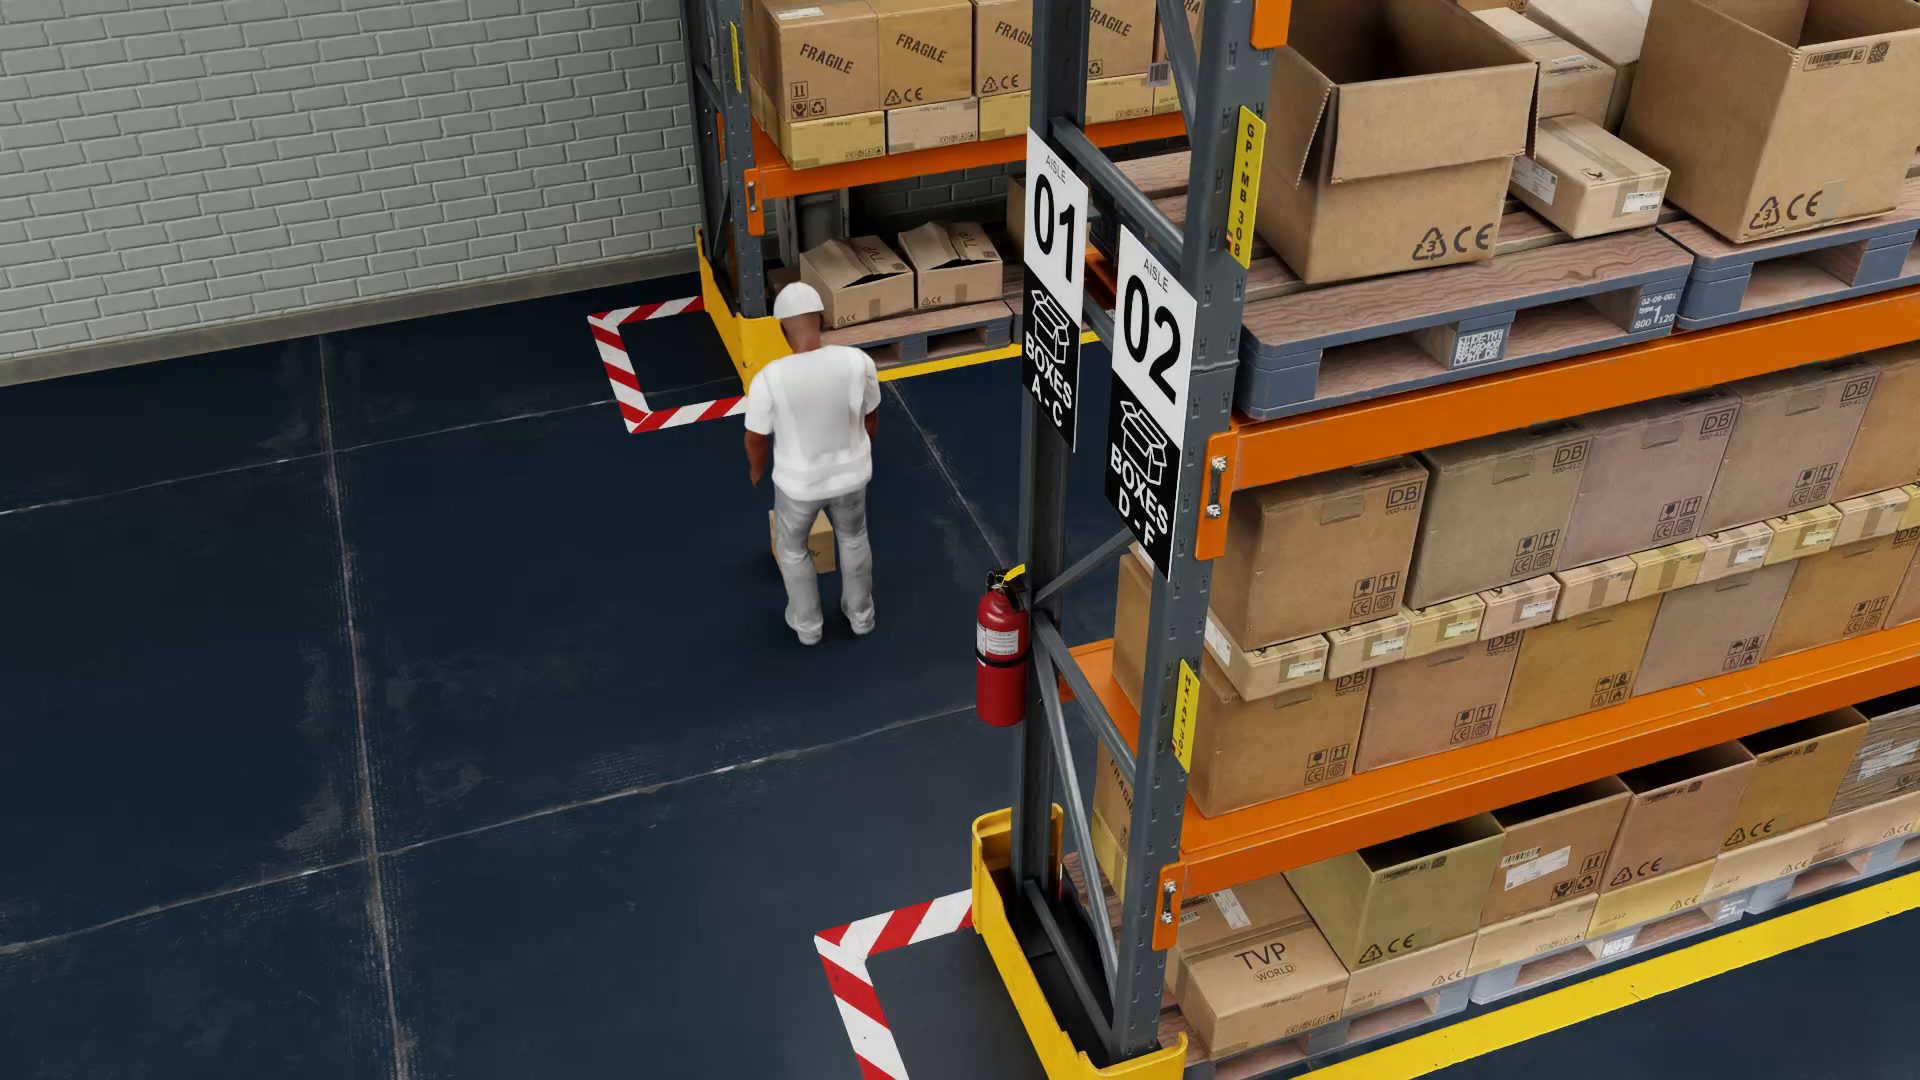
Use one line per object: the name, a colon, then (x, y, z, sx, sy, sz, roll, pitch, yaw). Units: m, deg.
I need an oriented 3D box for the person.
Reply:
person: (-0.630, -0.305, 7.197, 0.588, 1.725, 0.438, -12, 39, -15)
